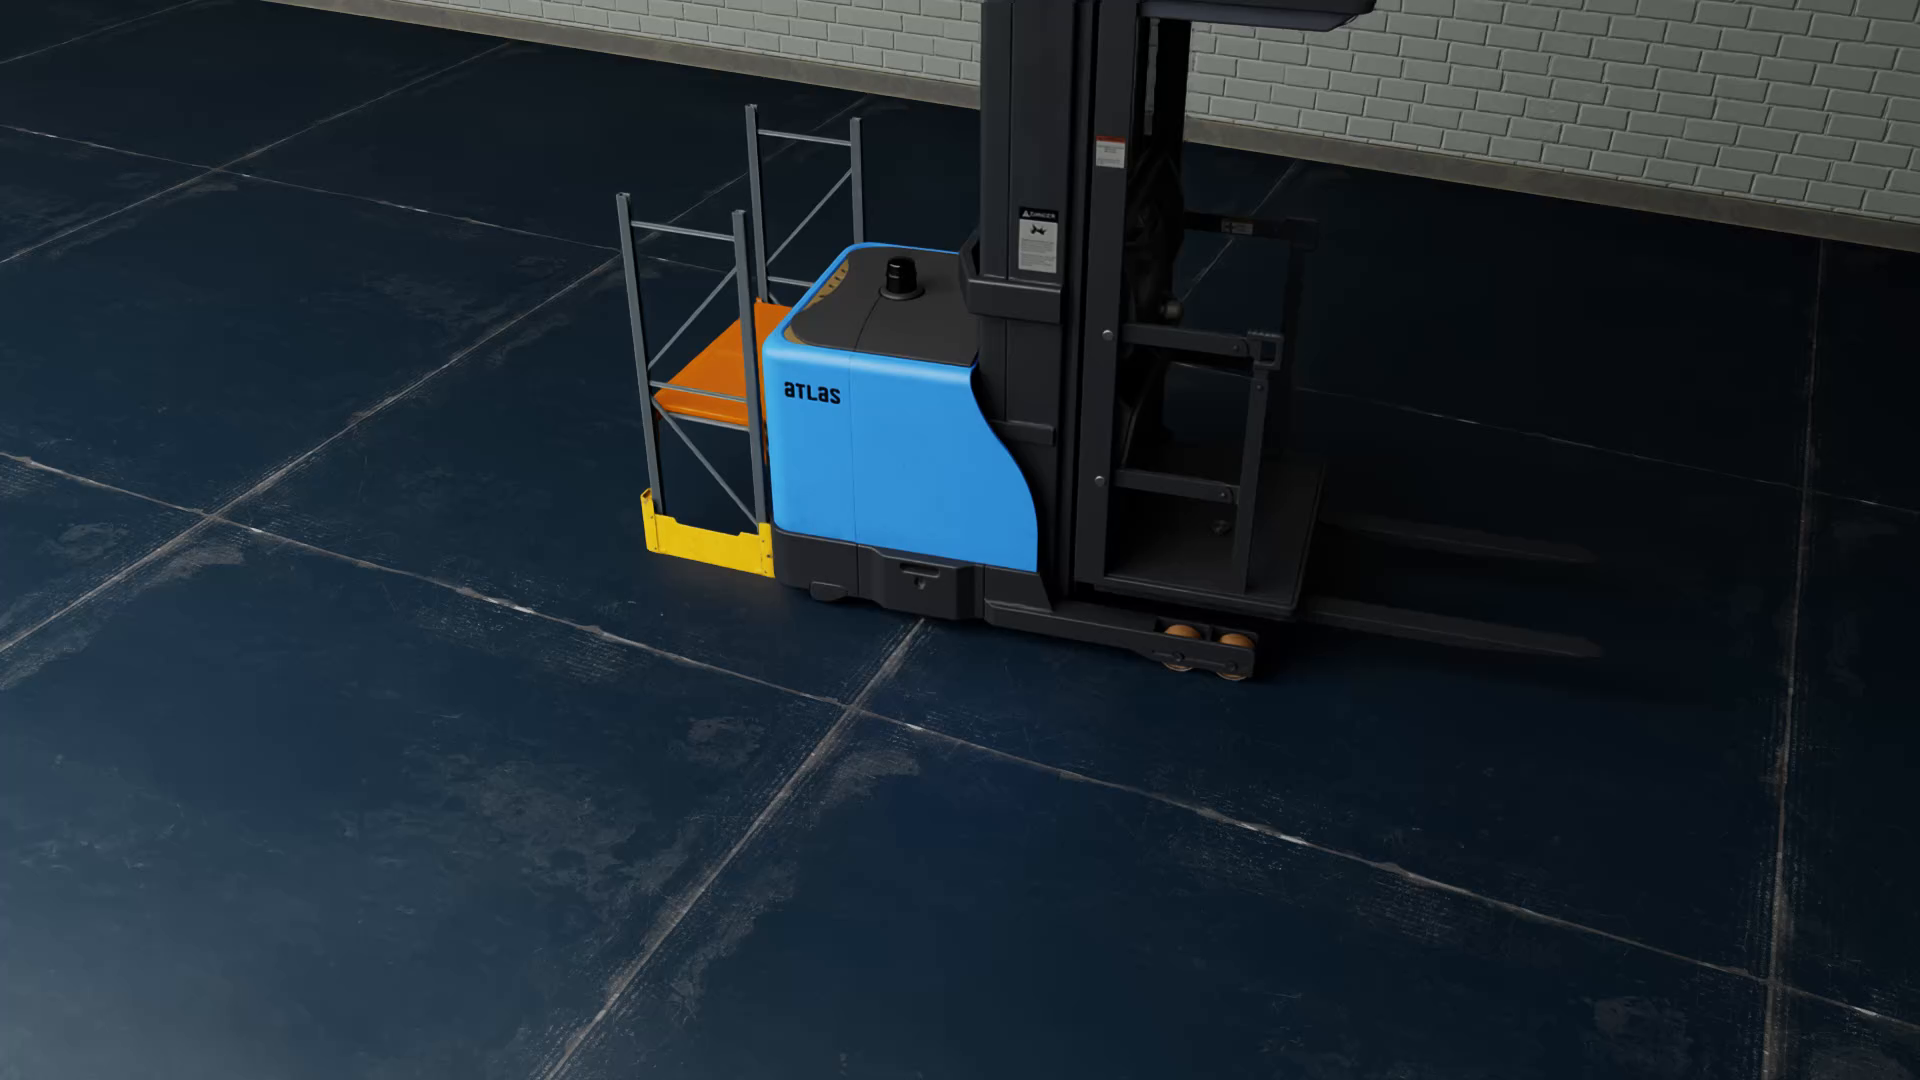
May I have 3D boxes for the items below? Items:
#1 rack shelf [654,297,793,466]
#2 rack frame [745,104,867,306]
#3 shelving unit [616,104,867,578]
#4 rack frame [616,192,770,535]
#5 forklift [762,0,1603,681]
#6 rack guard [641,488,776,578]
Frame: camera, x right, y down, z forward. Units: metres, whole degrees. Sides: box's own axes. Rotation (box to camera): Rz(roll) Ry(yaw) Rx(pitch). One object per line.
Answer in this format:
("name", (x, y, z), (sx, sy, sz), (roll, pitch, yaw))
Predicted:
("rack shelf", (-0.800, -0.662, 6.720), (0.538, 0.185, 1.000), (12, 35, 17))
("rack frame", (-0.623, -1.074, 7.020), (0.500, 1.500, 0.032), (12, 35, 17))
("shelving unit", (-0.803, -0.808, 6.615), (0.587, 1.500, 1.083), (12, 35, 17))
("rack frame", (-0.977, -0.551, 6.223), (0.500, 1.500, 0.032), (12, 35, 17))
("forklift", (0.856, -1.047, 5.673), (3.031, 2.935, 1.130), (9, 34, 14))
("rack guard", (-0.976, -0.029, 6.567), (0.587, 0.250, 0.087), (12, 35, 17))
